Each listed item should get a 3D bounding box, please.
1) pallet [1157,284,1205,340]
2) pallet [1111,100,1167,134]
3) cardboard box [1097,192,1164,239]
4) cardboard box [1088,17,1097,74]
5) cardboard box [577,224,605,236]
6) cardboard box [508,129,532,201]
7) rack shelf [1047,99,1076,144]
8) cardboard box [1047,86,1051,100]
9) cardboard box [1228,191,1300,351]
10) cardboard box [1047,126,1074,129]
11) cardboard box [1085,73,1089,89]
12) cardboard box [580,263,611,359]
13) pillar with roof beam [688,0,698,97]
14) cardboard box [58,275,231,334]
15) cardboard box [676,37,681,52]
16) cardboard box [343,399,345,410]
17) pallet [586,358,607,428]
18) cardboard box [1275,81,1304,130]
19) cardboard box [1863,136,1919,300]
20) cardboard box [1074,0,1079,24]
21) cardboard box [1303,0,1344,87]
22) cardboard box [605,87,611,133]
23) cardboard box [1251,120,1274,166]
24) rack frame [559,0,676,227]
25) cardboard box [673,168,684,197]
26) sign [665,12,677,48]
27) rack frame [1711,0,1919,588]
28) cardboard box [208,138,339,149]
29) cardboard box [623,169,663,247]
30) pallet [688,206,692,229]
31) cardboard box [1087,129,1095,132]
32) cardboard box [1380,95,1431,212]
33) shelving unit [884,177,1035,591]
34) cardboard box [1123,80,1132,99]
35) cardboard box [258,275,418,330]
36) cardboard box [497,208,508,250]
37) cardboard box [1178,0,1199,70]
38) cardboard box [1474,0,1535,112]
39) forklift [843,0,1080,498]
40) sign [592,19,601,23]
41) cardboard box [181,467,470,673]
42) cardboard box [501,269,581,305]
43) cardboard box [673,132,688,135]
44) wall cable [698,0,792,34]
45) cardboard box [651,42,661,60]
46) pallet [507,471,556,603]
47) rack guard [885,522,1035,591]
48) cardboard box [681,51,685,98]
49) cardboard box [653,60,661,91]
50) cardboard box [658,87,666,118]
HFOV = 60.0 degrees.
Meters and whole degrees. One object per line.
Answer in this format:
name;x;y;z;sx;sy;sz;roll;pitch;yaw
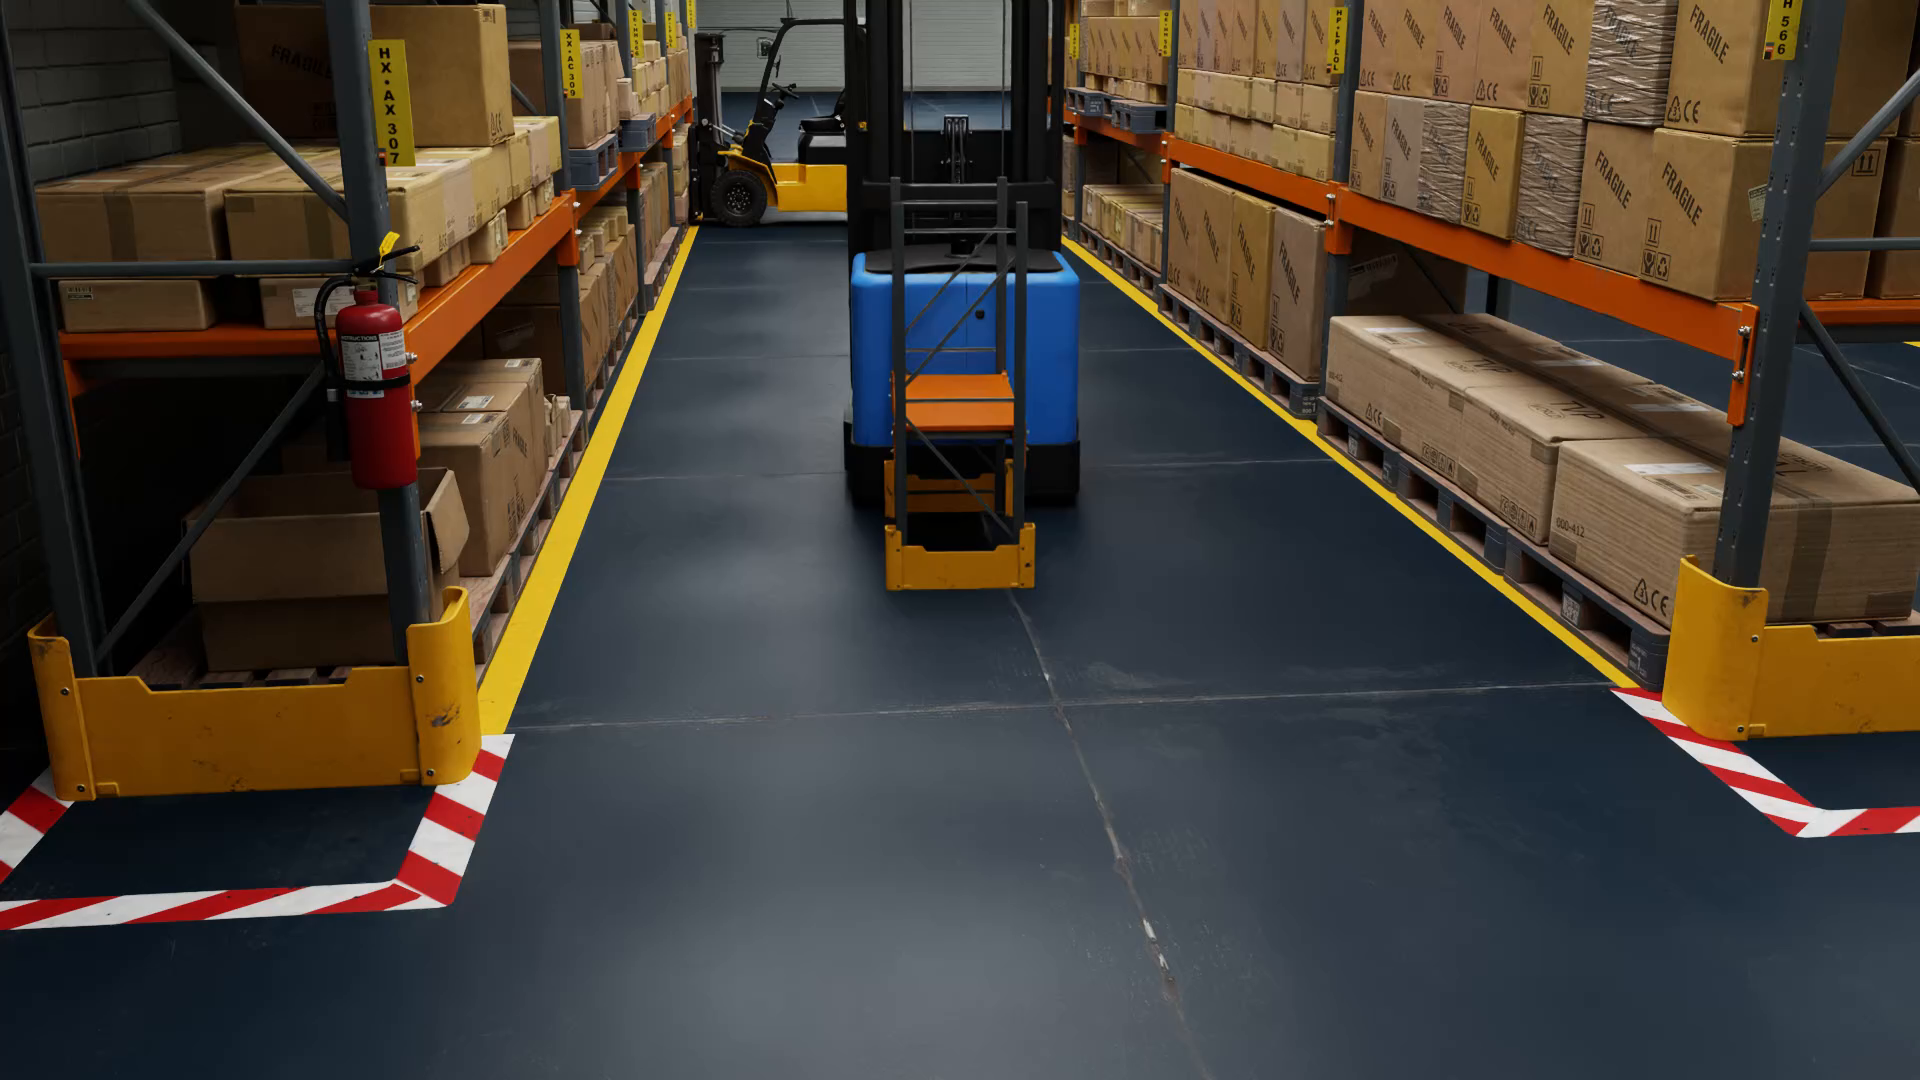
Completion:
pallet;2.072;-1.694;12.221;1.003;0.211;1.213;-2;18;-6
pallet;1.886;-3.379;13.254;1.213;0.211;1.003;-2;18;-6
cardboard box;1.787;-3.030;15.506;0.950;0.372;0.625;-1;17;-2
cardboard box;1.468;-4.546;15.284;0.500;0.500;0.500;-2;18;-5
cardboard box;-2.518;-1.971;10.836;0.380;0.149;0.250;-2;18;-6
cardboard box;-2.059;-1.544;6.841;0.500;0.250;0.500;-2;18;-6
rack shelf;1.447;-4.706;18.361;1.077;0.370;4.000;-2;18;-6
cardboard box;1.150;-4.875;18.118;0.380;0.149;0.250;-2;18;-5
cardboard box;2.234;-1.708;10.455;0.875;0.875;0.875;-1;17;-4
cardboard box;1.110;-4.480;19.077;0.500;0.500;0.500;-2;18;-8
cardboard box;1.396;-4.360;15.774;0.380;0.149;0.250;-2;17;-5
cardboard box;-2.397;-1.382;10.042;0.500;0.500;0.500;-2;18;-7
pillar with roof beam;-3.333;-17.189;46.905;9.100;9.000;0.400;-2;18;-6
cardboard box;-2.347;-0.694;4.801;0.380;0.149;0.250;-2;18;-6
cardboard box;-3.225;-5.372;18.030;0.380;0.149;0.250;-2;18;-5
cardboard box;-2.625;-0.629;7.961;0.500;0.311;0.500;-1;17;-4
pallet;-2.580;-0.826;9.457;1.003;0.211;1.213;-2;18;-6
cardboard box;2.132;-2.510;9.579;0.500;0.250;0.500;-1;17;-4
cardboard box;3.127;-1.078;5.436;0.500;0.500;0.500;-2;18;-6
cardboard box;1.623;-5.714;18.036;0.700;0.500;0.500;-2;18;-6
cardboard box;2.182;-2.720;8.998;0.500;0.500;0.500;-1;17;-4
cardboard box;-2.220;-2.478;9.585;0.396;0.266;0.258;-1;17;-3
cardboard box;2.097;-2.427;10.151;0.500;0.250;0.500;-2;18;-7
rack frame;-3.284;-4.299;15.863;1.000;3.000;0.127;-2;18;-6
cardboard box;-3.027;-3.580;16.627;0.500;0.250;0.500;-2;18;-6
sign;-2.745;-4.833;15.764;0.100;0.325;0.005;-2;18;-6
rack frame;2.891;-0.878;4.967;1.000;3.000;0.127;-2;18;-6
cardboard box;-2.510;-1.380;6.319;0.500;0.250;0.500;-2;18;-6
cardboard box;-3.146;-2.980;14.925;0.875;0.625;0.625;-2;18;-6
pallet;-3.453;-3.571;18.200;1.003;0.211;1.213;-2;18;-6
cardboard box;1.685;-4.355;18.678;0.500;0.500;0.500;-2;18;-7
cardboard box;2.314;-1.820;7.799;0.500;0.500;0.500;-2;18;-5
shelving unit;-0.023;-0.679;6.836;0.587;1.500;1.083;-1;17;-3
cardboard box;1.567;-3.741;13.803;0.380;0.149;0.250;-1;17;-5
cardboard box;-1.807;-0.710;4.852;0.380;0.149;0.250;-2;18;-6
cardboard box;-1.938;-1.174;6.327;0.380;0.149;0.250;-1;17;-4
cardboard box;1.873;-3.632;11.902;0.500;0.500;0.500;-2;18;-7
cardboard box;2.423;-1.992;6.677;0.500;0.500;0.500;-2;18;-6
forklift;-0.041;-1.980;8.591;1.130;2.935;3.031;-1;17;-3
sign;-4.249;-5.926;19.469;0.100;0.325;0.005;-2;18;-6
cardboard box;-2.015;0.082;5.376;0.797;0.503;0.637;-2;18;-8
cardboard box;-2.231;-1.348;8.852;0.380;0.149;0.250;-1;17;-3
cardboard box;-3.173;-4.276;18.008;0.500;0.250;0.500;-2;18;-7
wall cable;-6.604;-16.493;49.872;3.097;2.526;0.112;-2;18;-6
cardboard box;-2.851;-4.336;14.731;0.380;0.149;0.250;-2;18;-7
pallet;-2.260;-0.016;6.877;1.003;0.211;1.213;-2;18;-6
rack guard;0.001;0.066;6.549;0.587;0.250;0.087;-1;17;-3
cardboard box;-3.287;-5.093;18.223;0.500;0.500;0.500;-2;18;-7
cardboard box;-2.872;-4.022;14.397;0.500;0.250;0.500;-1;17;-5
cardboard box;-2.914;-3.936;14.956;0.500;0.250;0.500;-2;18;-6
